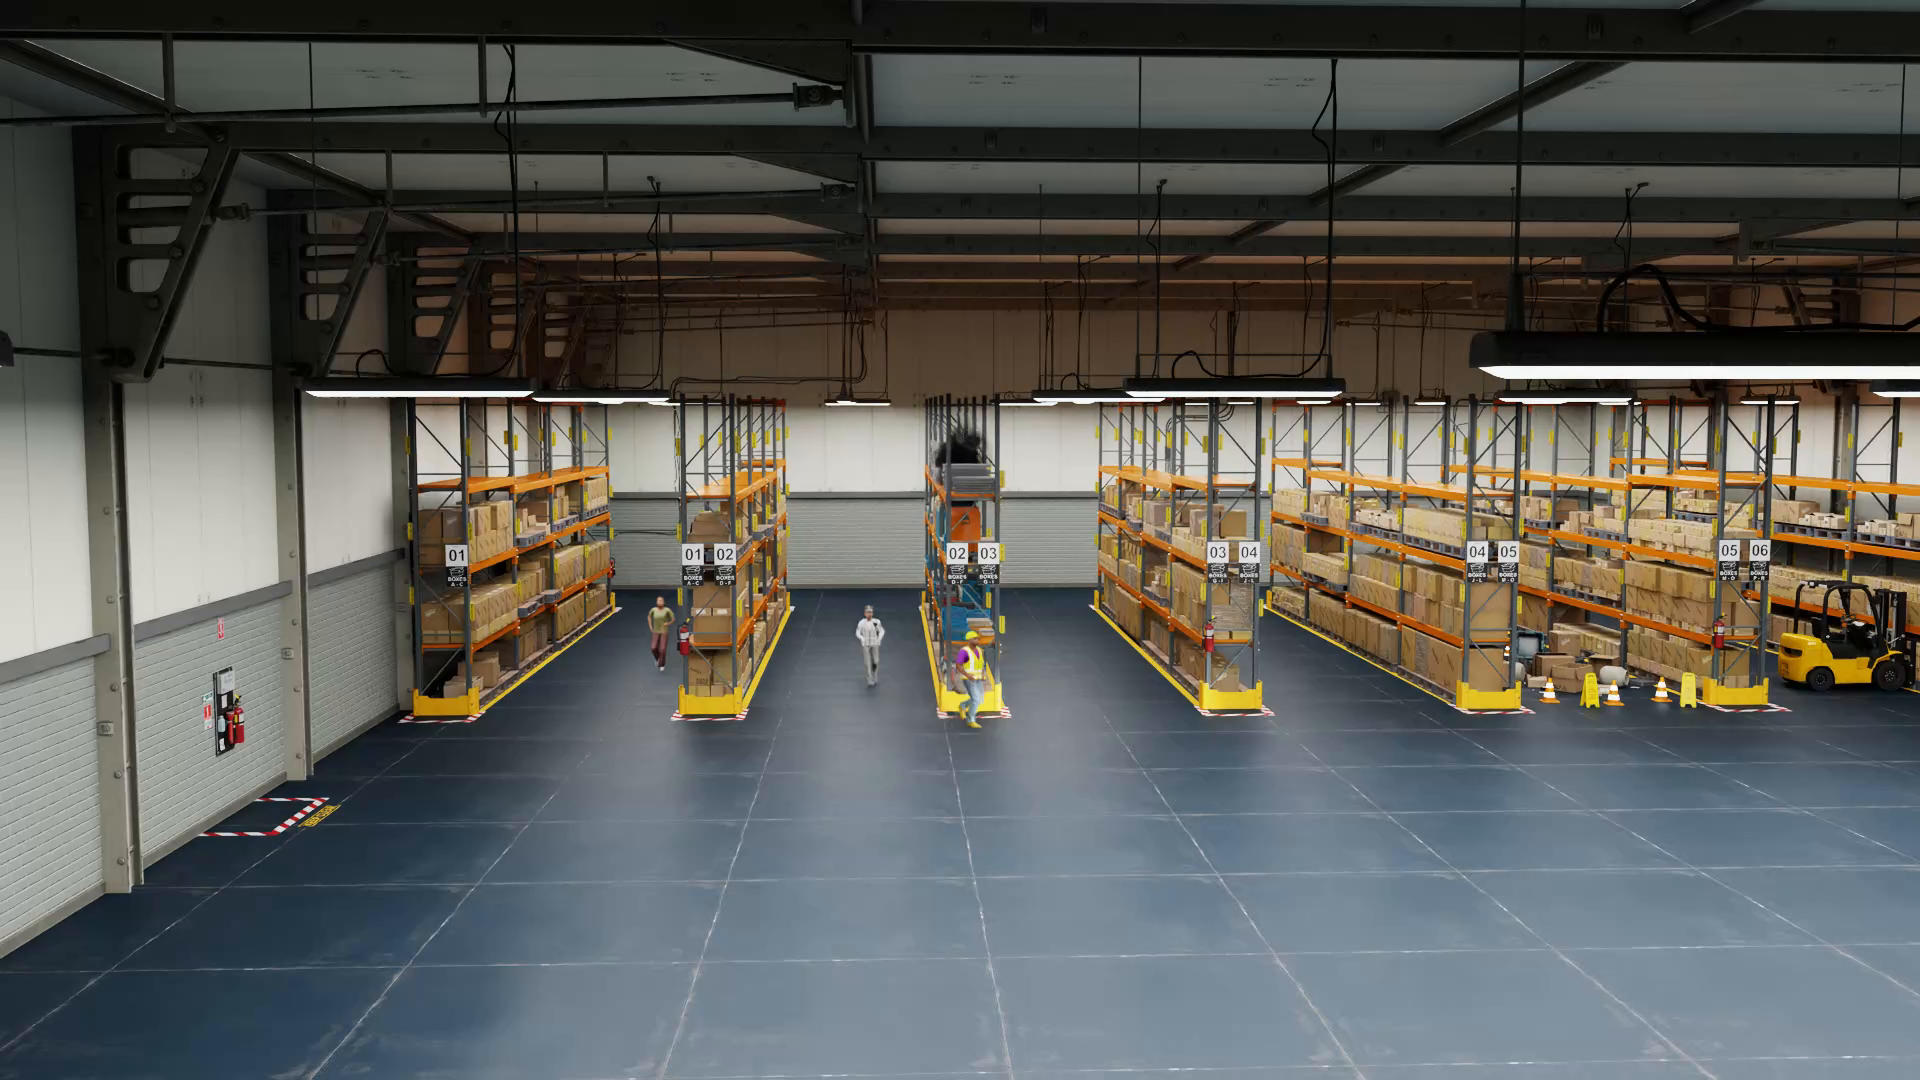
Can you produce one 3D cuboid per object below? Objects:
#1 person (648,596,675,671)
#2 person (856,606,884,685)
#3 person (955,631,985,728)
[{"bbox_3d":[-6.525,2.039,36.261,0.624,1.638,0.514,0,5,2],"label":"person"},{"bbox_3d":[-1.848,2.177,34.336,0.589,1.653,0.528,0,5,-5],"label":"person"},{"bbox_3d":[0.176,2.504,30.023,0.594,1.723,0.737,3,6,37],"label":"person"}]
